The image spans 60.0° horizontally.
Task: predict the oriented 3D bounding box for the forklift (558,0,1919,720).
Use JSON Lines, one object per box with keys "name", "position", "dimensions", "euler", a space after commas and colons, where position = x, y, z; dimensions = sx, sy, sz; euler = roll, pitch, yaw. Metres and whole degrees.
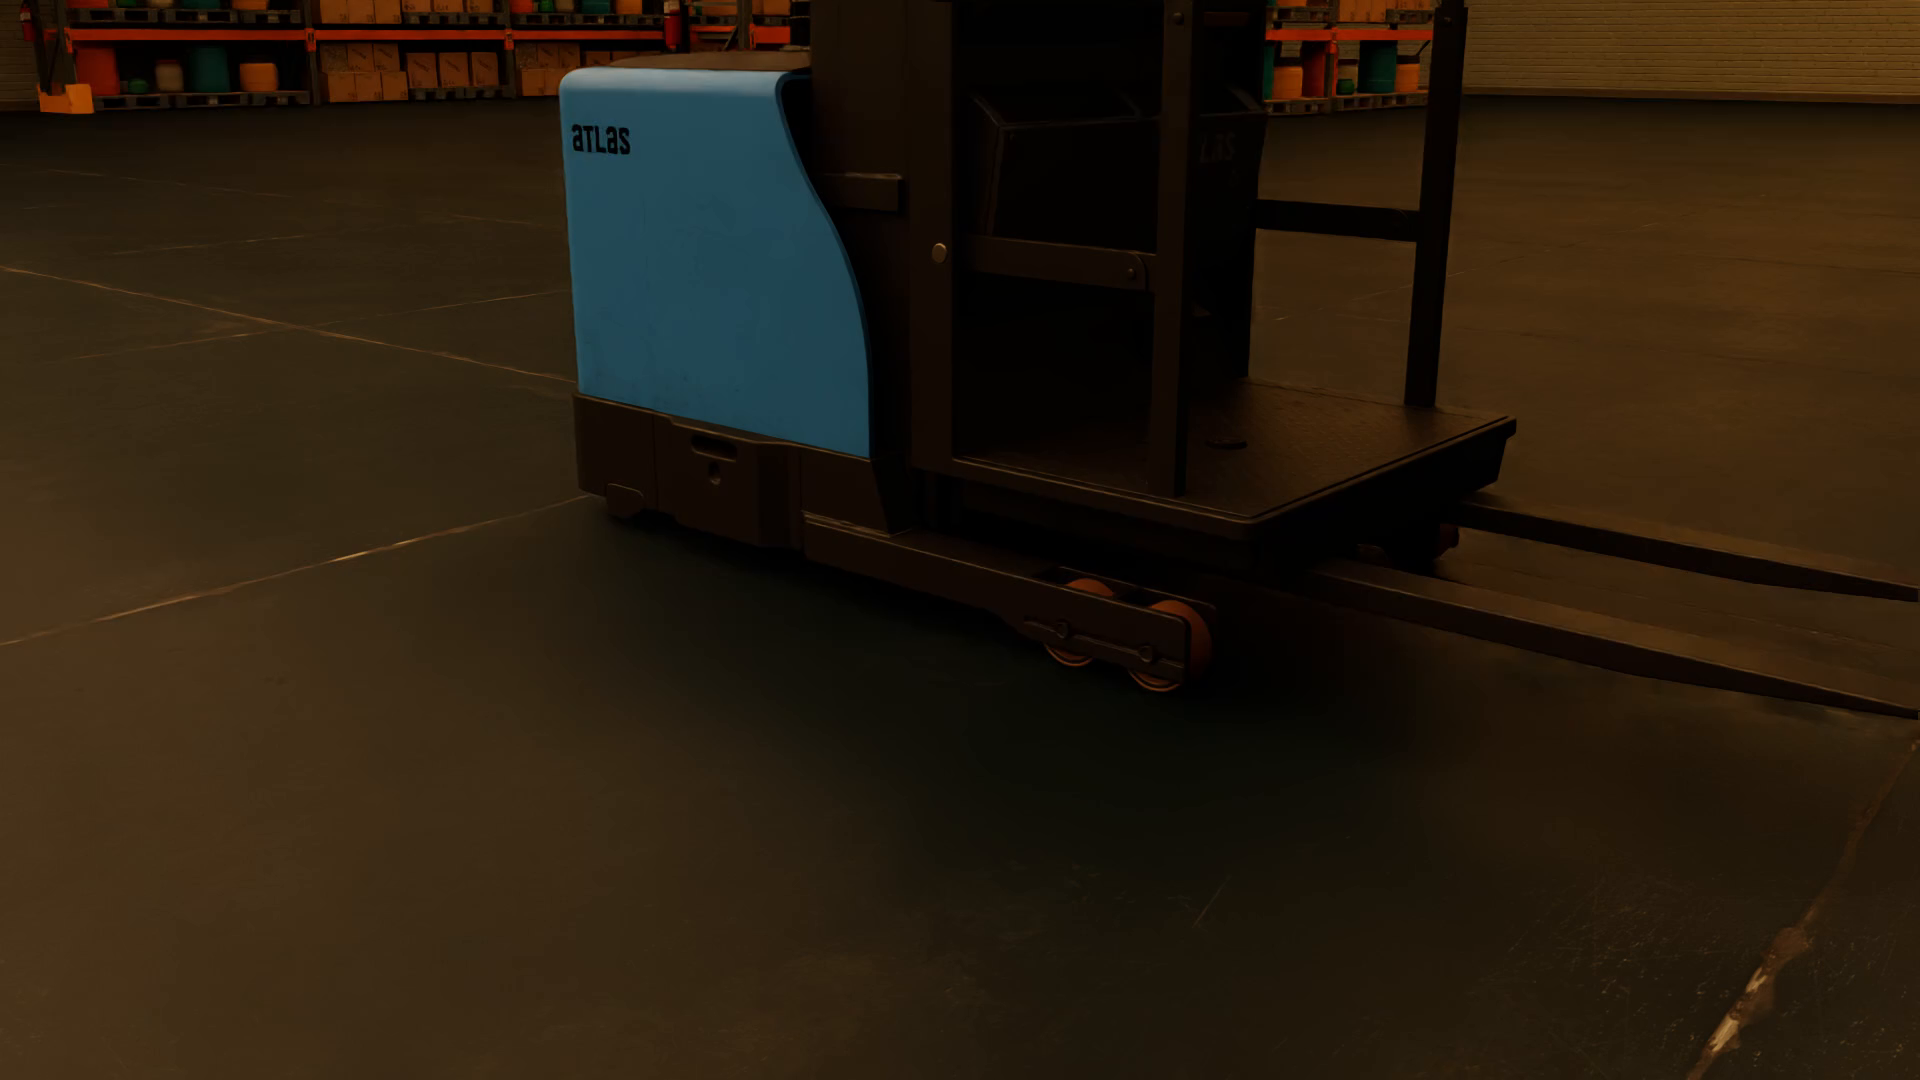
{"name": "forklift", "position": [0.492, -1.297, 3.169], "dimensions": [3.031, 2.935, 1.130], "euler": [14, 22, 39]}
